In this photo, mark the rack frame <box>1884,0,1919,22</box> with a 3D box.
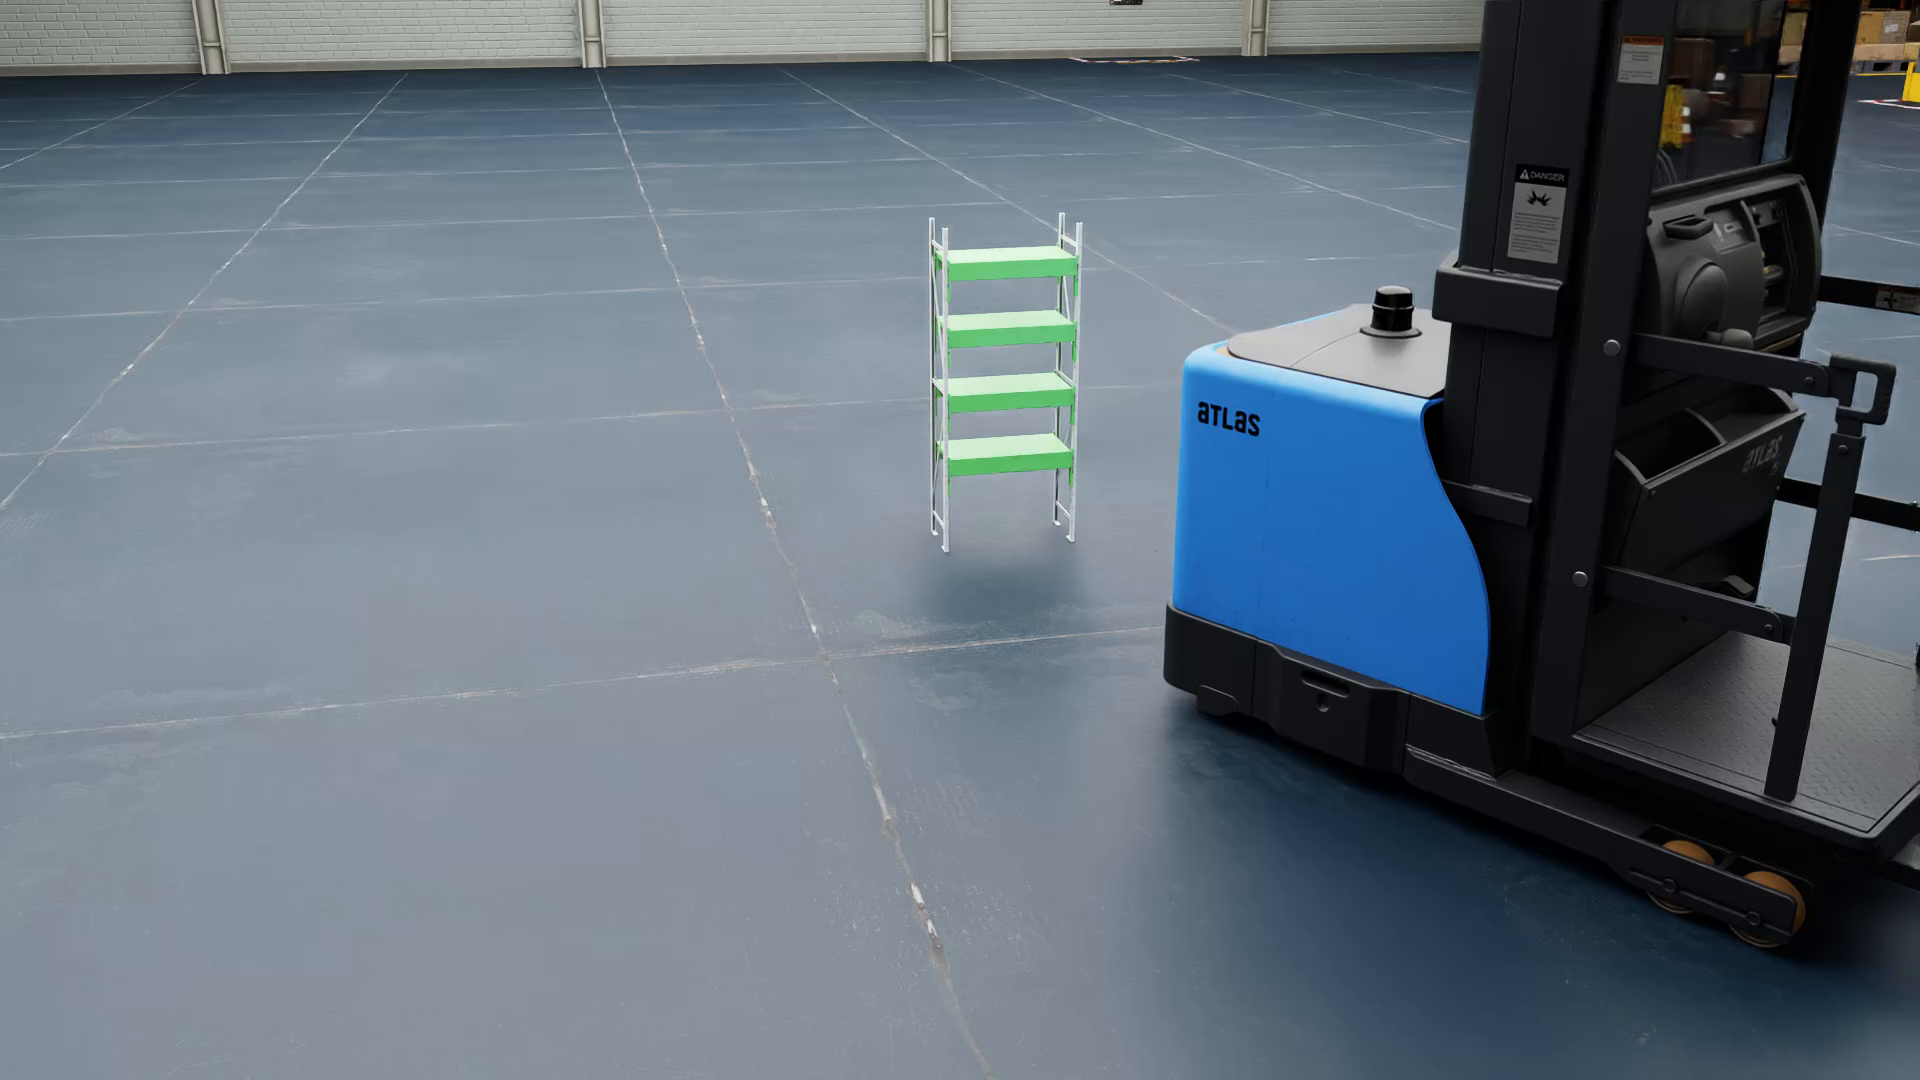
[{"bbox_3d":[18.599,-11.174,32.456,0.127,3.000,1.000,-5,21,-12],"label":"rack frame"}]

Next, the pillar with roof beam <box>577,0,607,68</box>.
[{"bbox_3d":[-5.231,-10.837,22.815,0.400,9.000,9.100,-5,21,-12],"label":"pillar with roof beam"}]

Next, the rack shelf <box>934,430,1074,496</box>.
[{"bbox_3d":[0.161,-0.291,6.249,0.480,0.148,0.258,-5,21,-12],"label":"rack shelf"}]

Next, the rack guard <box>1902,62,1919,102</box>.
[{"bbox_3d":[13.156,-6.072,22.164,0.348,0.500,1.175,-5,21,-12],"label":"rack guard"}]

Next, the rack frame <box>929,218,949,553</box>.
[{"bbox_3d":[-0.076,-0.557,6.091,0.015,1.200,0.240,-5,21,-12],"label":"rack frame"}]

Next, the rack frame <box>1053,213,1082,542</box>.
[{"bbox_3d":[0.399,-0.596,6.197,0.015,1.200,0.240,-5,21,-12],"label":"rack frame"}]

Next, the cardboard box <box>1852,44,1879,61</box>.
[{"bbox_3d":[14.476,-7.915,26.947,0.500,0.250,0.500,-5,21,-12],"label":"cardboard box"}]

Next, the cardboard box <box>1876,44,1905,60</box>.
[{"bbox_3d":[14.960,-7.959,27.068,0.500,0.250,0.500,-5,21,-12],"label":"cardboard box"}]

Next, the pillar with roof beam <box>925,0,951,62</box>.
[{"bbox_3d":[0.608,-11.311,24.111,0.400,9.000,9.100,-5,21,-12],"label":"pillar with roof beam"}]

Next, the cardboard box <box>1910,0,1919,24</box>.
[{"bbox_3d":[19.344,-10.376,32.793,0.750,0.750,0.750,-5,21,-13],"label":"cardboard box"}]

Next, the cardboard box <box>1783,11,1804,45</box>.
[{"bbox_3d":[13.500,-8.193,26.616,0.500,0.500,0.500,-5,21,-12],"label":"cardboard box"}]

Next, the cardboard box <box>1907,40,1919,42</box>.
[{"bbox_3d":[16.186,-8.235,27.822,0.500,0.250,0.500,-5,21,-13],"label":"cardboard box"}]

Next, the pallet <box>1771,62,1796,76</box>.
[{"bbox_3d":[12.691,-7.648,26.885,1.213,0.211,1.003,-5,21,-12],"label":"pallet"}]

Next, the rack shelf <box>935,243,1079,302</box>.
[{"bbox_3d":[0.161,-0.967,6.001,0.480,0.148,0.258,-5,21,-12],"label":"rack shelf"}]

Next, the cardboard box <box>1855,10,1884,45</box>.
[{"bbox_3d":[14.474,-8.271,26.829,0.500,0.500,0.500,-5,21,-12],"label":"cardboard box"}]

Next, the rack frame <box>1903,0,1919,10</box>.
[{"bbox_3d":[15.850,-9.199,27.066,0.127,3.000,1.000,-5,21,-12],"label":"rack frame"}]

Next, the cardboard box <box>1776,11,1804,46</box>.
[{"bbox_3d":[13.016,-8.149,26.496,0.500,0.500,0.500,-5,21,-12],"label":"cardboard box"}]

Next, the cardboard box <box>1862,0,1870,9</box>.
[{"bbox_3d":[17.341,-10.460,32.413,0.500,0.250,0.500,-4,21,-11],"label":"cardboard box"}]

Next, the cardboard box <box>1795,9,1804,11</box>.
[{"bbox_3d":[13.867,-8.406,27.198,0.500,0.500,0.500,-5,21,-12],"label":"cardboard box"}]

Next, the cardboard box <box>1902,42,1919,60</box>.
[{"bbox_3d":[15.449,-7.995,27.167,0.500,0.250,0.500,-5,21,-12],"label":"cardboard box"}]

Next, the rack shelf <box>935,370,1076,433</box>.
[{"bbox_3d":[0.161,-0.516,6.166,0.480,0.148,0.258,-5,21,-12],"label":"rack shelf"}]

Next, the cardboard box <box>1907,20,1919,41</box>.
[{"bbox_3d":[16.178,-8.497,27.720,0.500,0.311,0.500,-5,21,-12],"label":"cardboard box"}]

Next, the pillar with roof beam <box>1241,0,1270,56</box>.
[{"bbox_3d":[6.447,-11.786,25.407,0.400,9.000,9.100,-5,21,-12],"label":"pillar with roof beam"}]

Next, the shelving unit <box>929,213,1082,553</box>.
[{"bbox_3d":[0.161,-0.576,6.144,0.503,1.200,0.258,-5,21,-12],"label":"shelving unit"}]

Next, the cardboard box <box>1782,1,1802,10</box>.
[{"bbox_3d":[15.846,-10.342,32.090,0.500,0.250,0.500,-5,21,-14],"label":"cardboard box"}]

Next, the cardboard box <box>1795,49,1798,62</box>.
[{"bbox_3d":[13.502,-7.837,26.734,0.500,0.250,0.500,-5,21,-12],"label":"cardboard box"}]

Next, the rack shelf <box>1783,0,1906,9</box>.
[{"bbox_3d":[13.903,-8.703,26.758,4.000,0.370,1.077,-5,21,-12],"label":"rack shelf"}]

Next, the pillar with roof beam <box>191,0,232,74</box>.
[{"bbox_3d":[-11.070,-10.362,21.518,0.400,9.000,9.100,-5,21,-12],"label":"pillar with roof beam"}]

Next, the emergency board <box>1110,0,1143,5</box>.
[{"bbox_3d":[3.030,-10.233,29.889,0.626,1.169,0.157,-5,21,-12],"label":"emergency board"}]

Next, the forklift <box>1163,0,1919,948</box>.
[{"bbox_3d":[1.996,-0.650,3.828,1.130,2.935,3.031,-18,27,-41],"label":"forklift"}]

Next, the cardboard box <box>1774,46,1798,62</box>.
[{"bbox_3d":[13.016,-7.797,26.627,0.500,0.250,0.500,-5,21,-12],"label":"cardboard box"}]

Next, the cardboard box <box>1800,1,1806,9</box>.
[{"bbox_3d":[16.352,-10.384,32.206,0.500,0.250,0.500,-5,21,-14],"label":"cardboard box"}]

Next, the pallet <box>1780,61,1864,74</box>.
[{"bbox_3d":[13.876,-7.743,27.145,1.213,0.211,1.003,-5,21,-12],"label":"pallet"}]

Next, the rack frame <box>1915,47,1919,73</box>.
[{"bbox_3d":[13.093,-7.224,21.675,0.127,3.000,1.000,-5,21,-12],"label":"rack frame"}]

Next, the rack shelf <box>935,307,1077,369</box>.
[{"bbox_3d":[0.161,-0.742,6.083,0.480,0.148,0.258,-5,21,-12],"label":"rack shelf"}]

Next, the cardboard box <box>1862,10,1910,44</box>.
[{"bbox_3d":[14.959,-8.312,26.941,0.500,0.500,0.500,-5,21,-12],"label":"cardboard box"}]

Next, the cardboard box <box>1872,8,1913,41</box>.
[{"bbox_3d":[15.326,-8.525,27.524,0.500,0.500,0.500,-5,21,-12],"label":"cardboard box"}]

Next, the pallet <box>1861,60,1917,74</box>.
[{"bbox_3d":[15.066,-7.841,27.412,1.213,0.211,1.003,-5,21,-12],"label":"pallet"}]

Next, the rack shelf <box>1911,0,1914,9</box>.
[{"bbox_3d":[17.796,-9.020,27.622,4.000,0.370,1.077,-5,21,-12],"label":"rack shelf"}]
